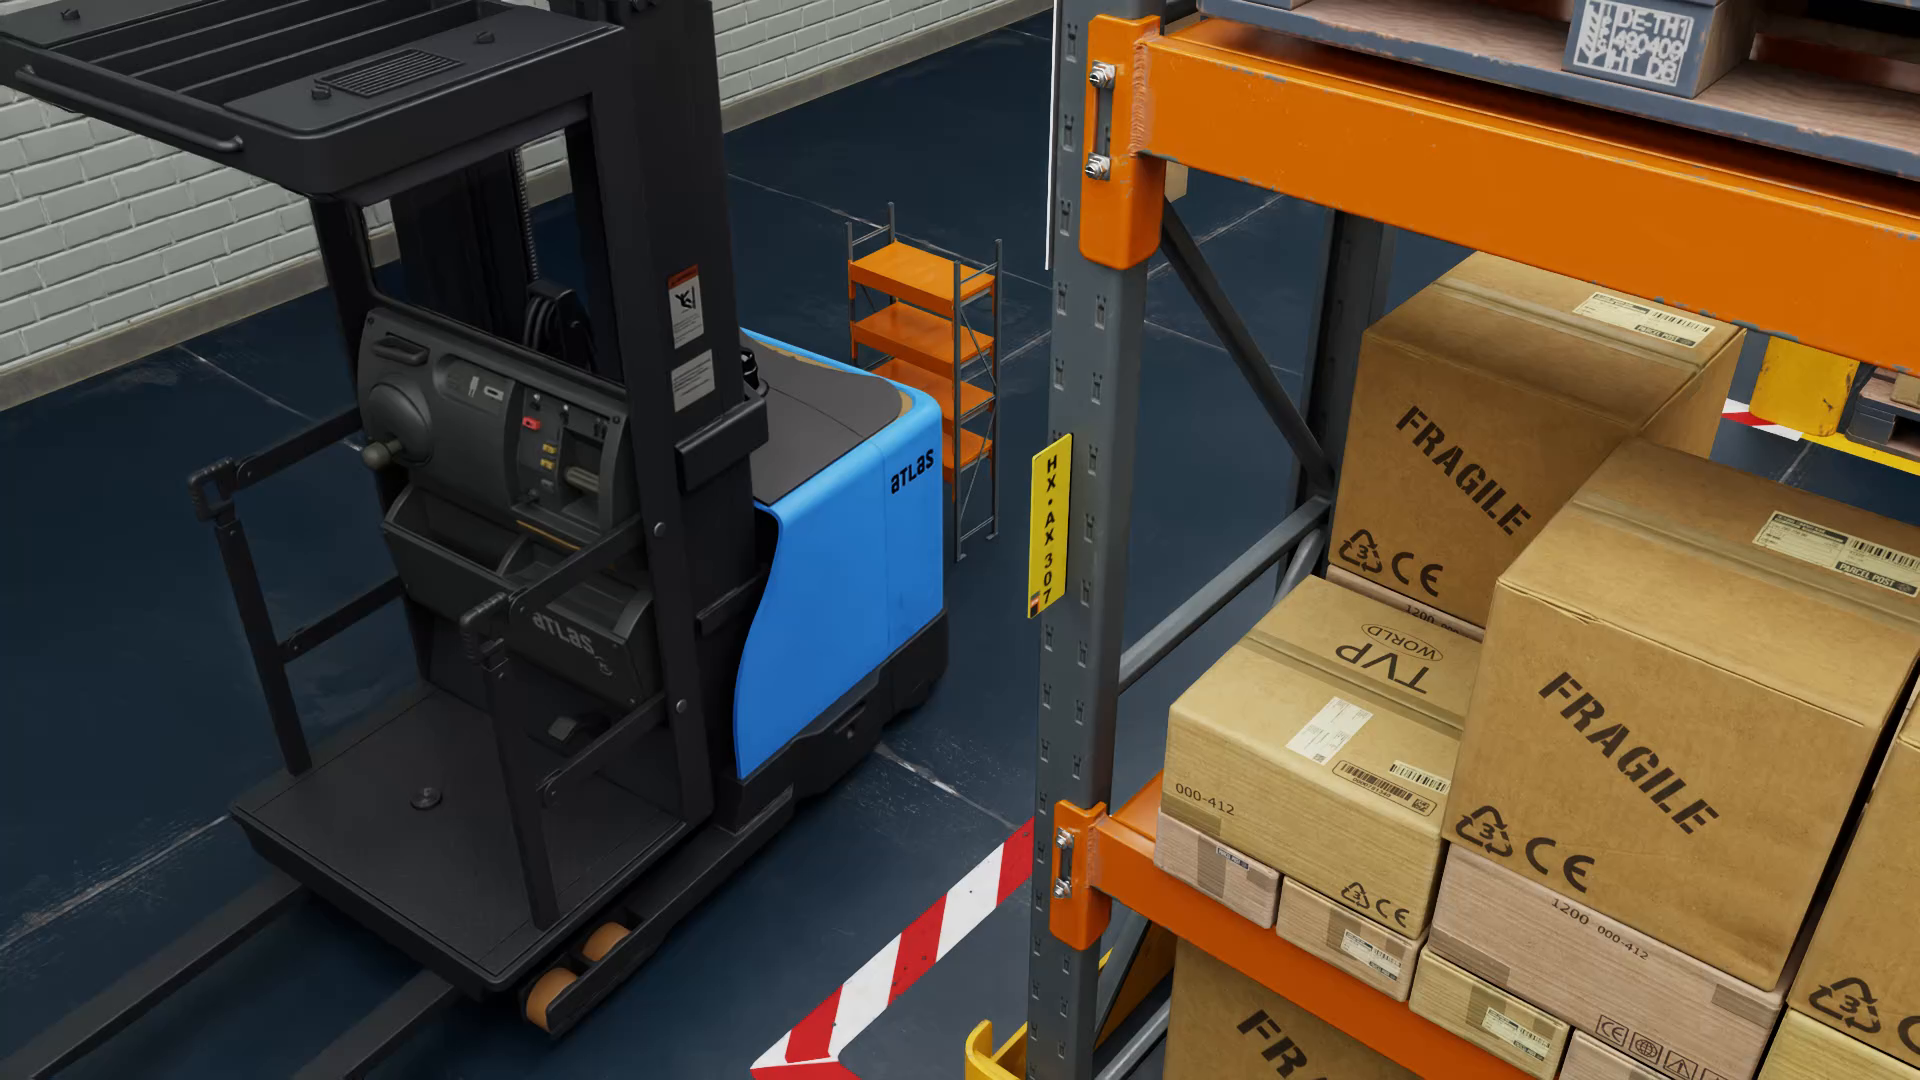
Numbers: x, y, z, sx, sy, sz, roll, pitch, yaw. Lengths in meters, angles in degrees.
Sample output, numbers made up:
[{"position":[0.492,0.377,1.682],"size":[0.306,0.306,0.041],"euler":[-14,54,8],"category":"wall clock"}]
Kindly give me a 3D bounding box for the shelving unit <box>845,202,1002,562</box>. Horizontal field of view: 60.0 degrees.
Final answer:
[{"position":[-0.127,-0.555,5.998],"size":[0.503,1.200,0.258],"euler":[25,42,32],"category":"shelving unit"}]

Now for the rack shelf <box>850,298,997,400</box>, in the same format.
[{"position":[-0.127,-0.683,5.909],"size":[0.480,0.148,0.258],"euler":[25,42,32],"category":"rack shelf"}]

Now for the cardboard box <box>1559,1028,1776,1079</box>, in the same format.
[{"position":[1.168,0.785,2.679],"size":[0.250,0.149,0.380],"euler":[25,41,31],"category":"cardboard box"}]

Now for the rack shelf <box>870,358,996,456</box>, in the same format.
[{"position":[-0.127,-0.499,6.036],"size":[0.480,0.148,0.258],"euler":[25,42,32],"category":"rack shelf"}]

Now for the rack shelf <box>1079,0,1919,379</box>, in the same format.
[{"position":[2.047,-0.085,1.710],"size":[4.000,0.370,1.077],"euler":[25,42,32],"category":"rack shelf"}]

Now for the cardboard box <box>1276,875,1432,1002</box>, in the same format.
[{"position":[0.769,0.599,2.951],"size":[0.250,0.149,0.380],"euler":[25,41,31],"category":"cardboard box"}]

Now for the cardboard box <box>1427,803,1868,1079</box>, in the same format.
[{"position":[1.110,0.547,2.674],"size":[0.500,0.250,0.500],"euler":[25,41,31],"category":"cardboard box"}]

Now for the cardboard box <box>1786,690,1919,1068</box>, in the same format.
[{"position":[1.492,0.418,2.199],"size":[0.500,0.500,0.500],"euler":[24,41,31],"category":"cardboard box"}]

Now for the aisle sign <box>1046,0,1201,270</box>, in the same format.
[{"position":[0.262,-0.837,2.522],"size":[0.004,0.787,0.394],"euler":[25,42,32],"category":"aisle sign"}]

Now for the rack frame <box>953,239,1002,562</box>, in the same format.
[{"position":[0.060,-0.466,5.869],"size":[0.015,1.200,0.240],"euler":[25,42,32],"category":"rack frame"}]

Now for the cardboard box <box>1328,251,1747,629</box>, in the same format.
[{"position":[1.052,-0.177,3.066],"size":[0.500,0.500,0.500],"euler":[26,42,32],"category":"cardboard box"}]

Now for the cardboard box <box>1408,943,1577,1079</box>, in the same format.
[{"position":[0.966,0.691,2.816],"size":[0.250,0.149,0.380],"euler":[24,41,31],"category":"cardboard box"}]

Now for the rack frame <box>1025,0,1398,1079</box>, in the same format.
[{"position":[0.510,0.131,3.410],"size":[0.127,3.000,1.000],"euler":[25,42,32],"category":"rack frame"}]

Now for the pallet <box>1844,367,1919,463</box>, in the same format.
[{"position":[4.421,-0.504,6.797],"size":[1.213,0.211,1.003],"euler":[25,42,32],"category":"pallet"}]

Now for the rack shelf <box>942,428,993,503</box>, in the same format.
[{"position":[-0.127,-0.335,6.148],"size":[0.480,0.148,0.258],"euler":[25,42,32],"category":"rack shelf"}]

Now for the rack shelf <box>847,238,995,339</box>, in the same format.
[{"position":[-0.127,-0.878,5.775],"size":[0.480,0.148,0.258],"euler":[25,42,32],"category":"rack shelf"}]

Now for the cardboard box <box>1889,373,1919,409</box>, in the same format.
[{"position":[3.959,-0.660,6.708],"size":[0.250,0.149,0.380],"euler":[26,42,33],"category":"cardboard box"}]

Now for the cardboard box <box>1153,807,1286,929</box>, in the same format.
[{"position":[0.571,0.506,3.085],"size":[0.250,0.149,0.380],"euler":[26,42,32],"category":"cardboard box"}]

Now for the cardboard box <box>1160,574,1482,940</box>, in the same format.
[{"position":[0.706,0.361,2.944],"size":[0.500,0.250,0.500],"euler":[24,41,31],"category":"cardboard box"}]

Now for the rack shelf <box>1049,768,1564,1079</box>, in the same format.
[{"position":[2.047,1.152,2.559],"size":[4.000,0.370,1.077],"euler":[25,42,32],"category":"rack shelf"}]

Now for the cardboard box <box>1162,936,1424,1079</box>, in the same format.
[{"position":[1.053,1.030,3.606],"size":[0.875,0.875,0.875],"euler":[25,42,32],"category":"cardboard box"}]

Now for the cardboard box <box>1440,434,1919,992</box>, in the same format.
[{"position":[1.090,0.233,2.468],"size":[0.500,0.500,0.500],"euler":[24,41,31],"category":"cardboard box"}]

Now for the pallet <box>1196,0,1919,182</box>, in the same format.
[{"position":[1.087,-0.805,2.201],"size":[1.213,0.211,1.003],"euler":[25,42,32],"category":"pallet"}]

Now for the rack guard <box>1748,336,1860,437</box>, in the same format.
[{"position":[3.819,-0.933,7.167],"size":[0.348,0.500,1.175],"euler":[25,42,32],"category":"rack guard"}]

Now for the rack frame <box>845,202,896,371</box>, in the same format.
[{"position":[-0.315,-0.643,6.126],"size":[0.015,1.200,0.240],"euler":[25,42,32],"category":"rack frame"}]

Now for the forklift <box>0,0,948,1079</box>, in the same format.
[{"position":[-1.297,-0.227,3.992],"size":[1.130,2.935,3.031],"euler":[22,40,28],"category":"forklift"}]

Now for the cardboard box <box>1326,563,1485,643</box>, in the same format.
[{"position":[1.052,0.130,3.281],"size":[0.500,0.250,0.500],"euler":[25,41,31],"category":"cardboard box"}]

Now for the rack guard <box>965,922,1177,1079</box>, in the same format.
[{"position":[0.491,1.152,4.130],"size":[0.348,0.500,1.175],"euler":[25,42,32],"category":"rack guard"}]

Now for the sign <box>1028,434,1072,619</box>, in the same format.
[{"position":[0.150,-0.020,2.794],"size":[0.005,0.325,0.100],"euler":[25,42,32],"category":"sign"}]

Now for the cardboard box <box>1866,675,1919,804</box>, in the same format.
[{"position":[1.441,0.314,3.013],"size":[0.500,0.250,0.500],"euler":[24,41,31],"category":"cardboard box"}]

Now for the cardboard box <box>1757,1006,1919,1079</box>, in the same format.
[{"position":[1.493,0.730,2.407],"size":[0.500,0.250,0.500],"euler":[24,41,30],"category":"cardboard box"}]
